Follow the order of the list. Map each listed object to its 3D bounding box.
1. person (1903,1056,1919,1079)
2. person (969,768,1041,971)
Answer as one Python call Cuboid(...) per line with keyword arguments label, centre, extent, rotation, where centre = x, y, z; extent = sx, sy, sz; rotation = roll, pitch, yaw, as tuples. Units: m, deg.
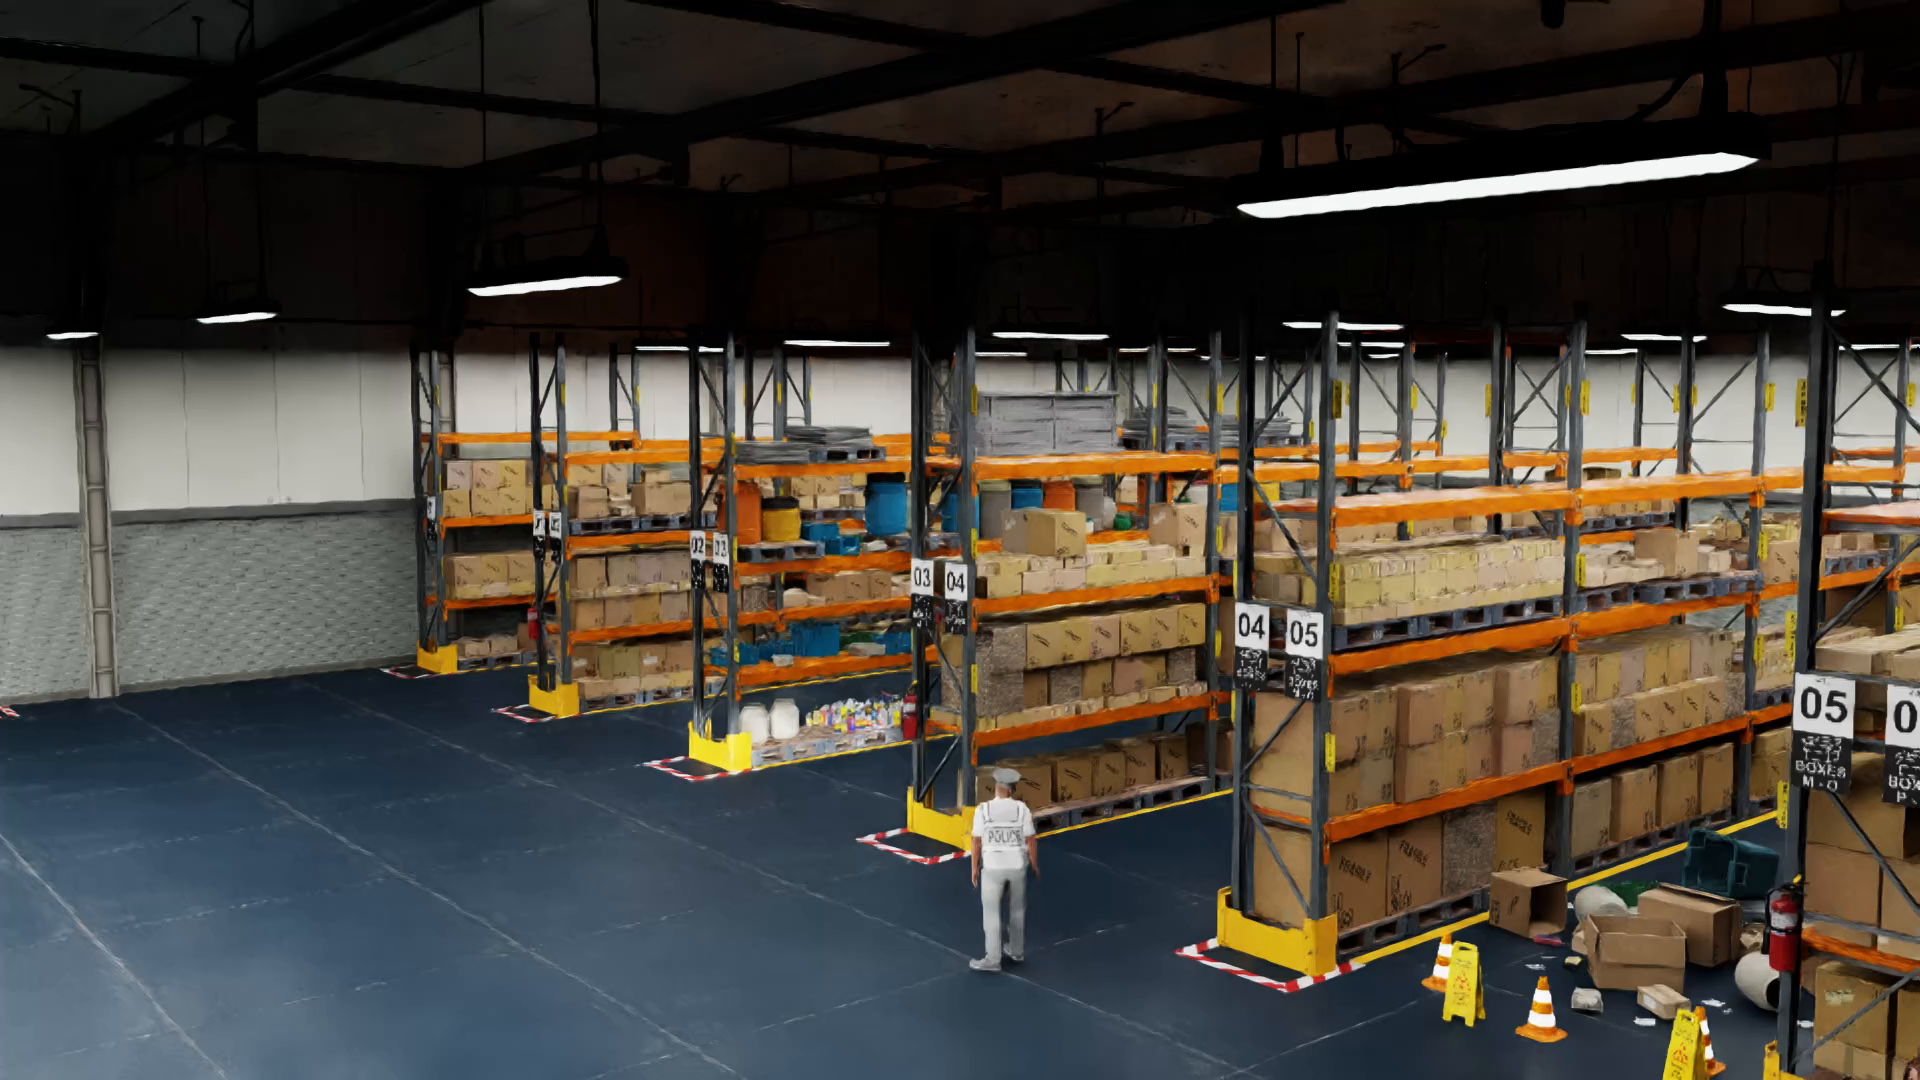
Cuboid(label="person", centre=(5.314, 3.558, 9.175), extent=(0.519, 1.541, 0.566), rotation=(-5, 7, -42))
Cuboid(label="person", centre=(0.390, 2.910, 14.820), extent=(0.654, 1.746, 0.580), rotation=(-1, 5, -11))
